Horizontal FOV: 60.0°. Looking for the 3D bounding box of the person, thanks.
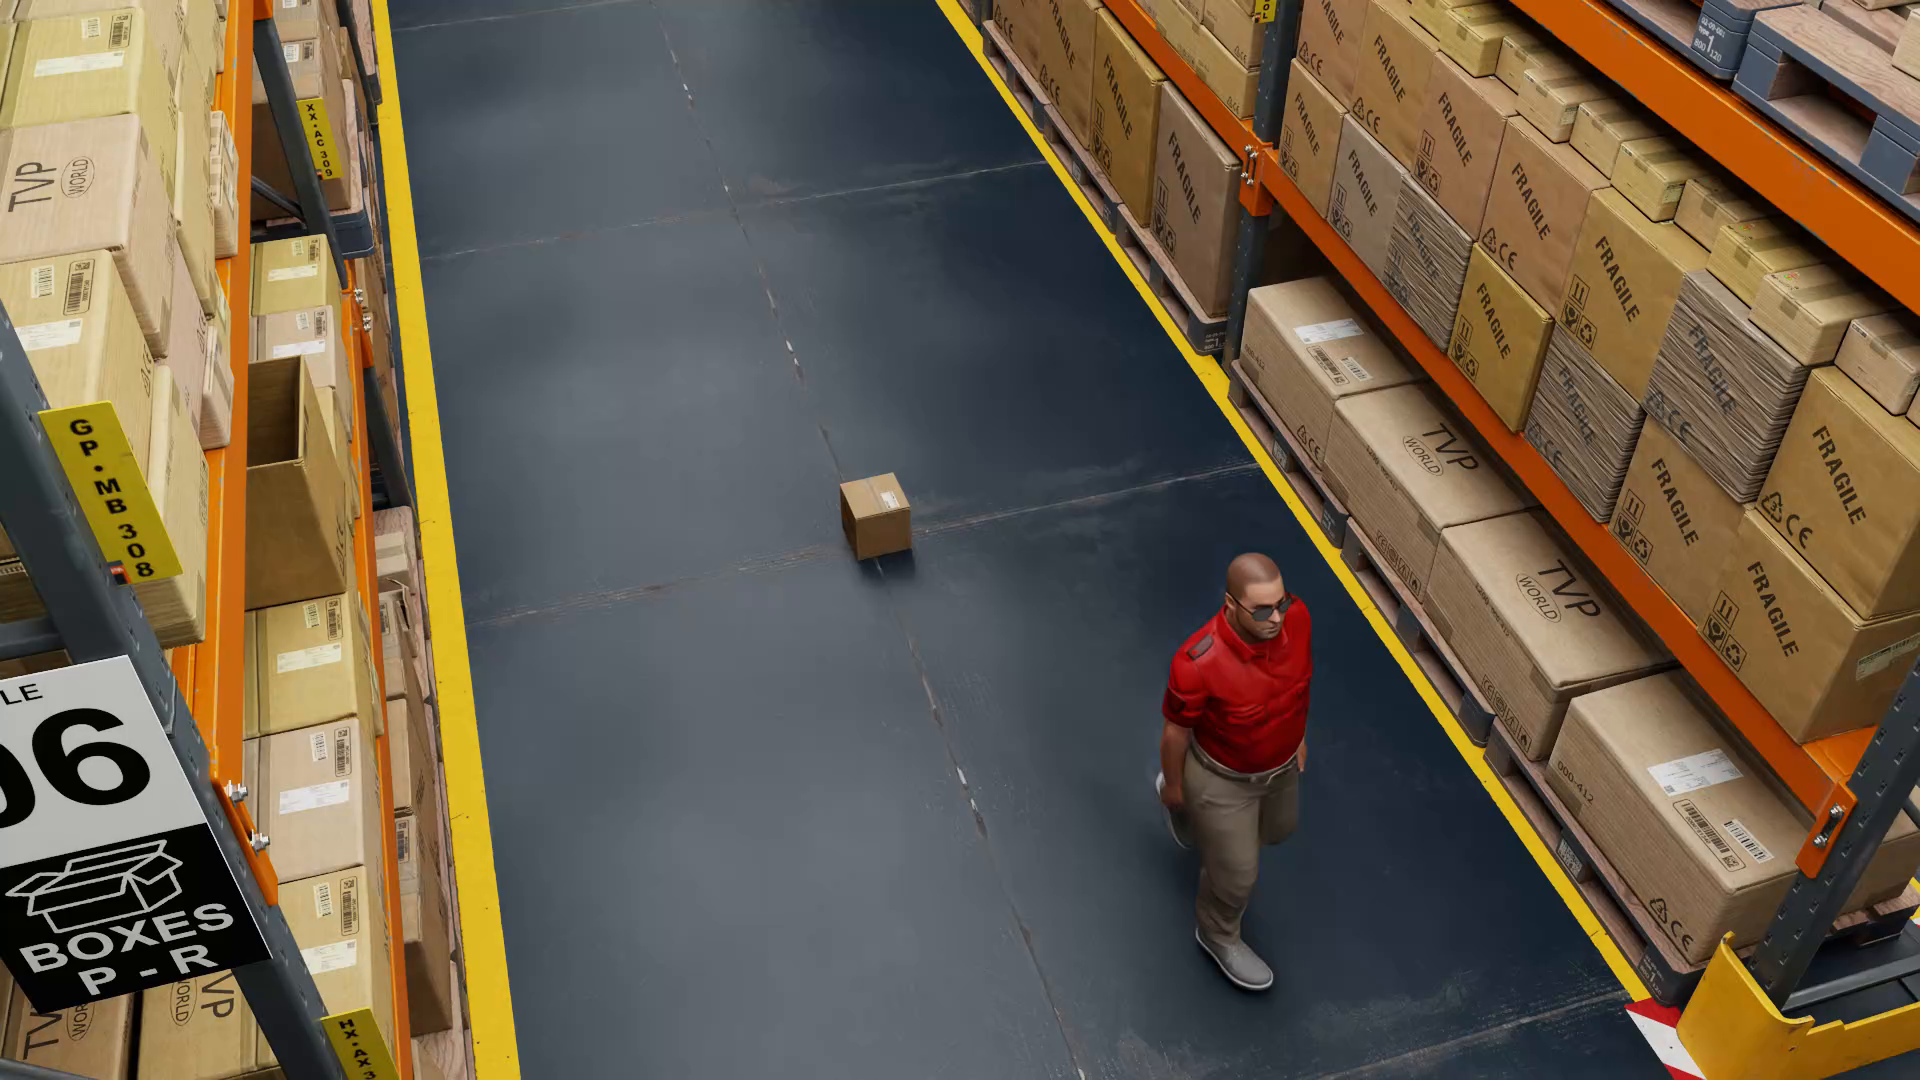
[{"bbox_3d":[0.905,0.471,5.132,0.538,1.047,0.334,-27,49,-27],"label":"person"}]
